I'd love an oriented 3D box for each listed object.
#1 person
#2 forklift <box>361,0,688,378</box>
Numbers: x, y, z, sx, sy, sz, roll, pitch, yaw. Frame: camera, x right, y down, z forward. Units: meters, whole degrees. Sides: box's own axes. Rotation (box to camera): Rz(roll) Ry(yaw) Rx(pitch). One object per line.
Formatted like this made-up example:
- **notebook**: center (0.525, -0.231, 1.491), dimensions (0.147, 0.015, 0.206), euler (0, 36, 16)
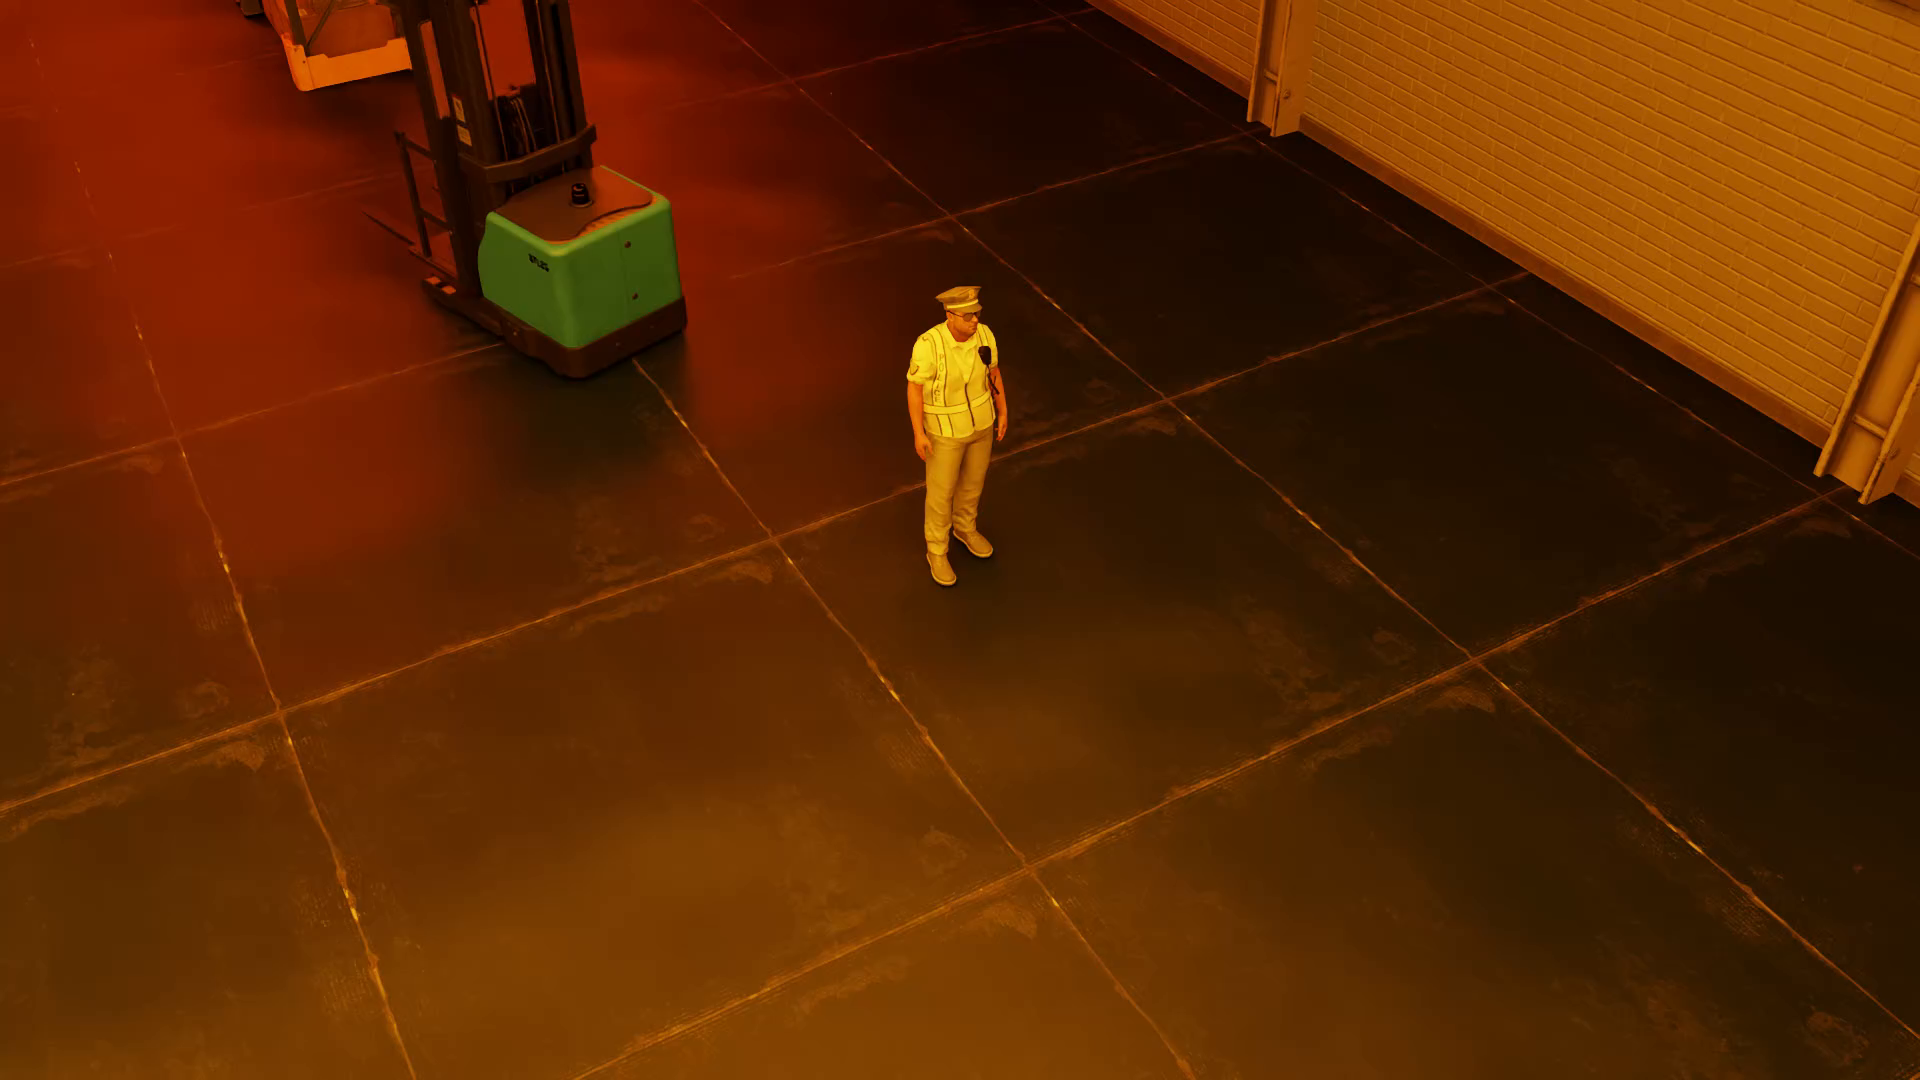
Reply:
- **person**: center (0.028, -0.644, 9.703), dimensions (0.640, 1.778, 0.575), euler (-20, 44, -23)
- **forklift**: center (-3.406, -3.074, 11.742), dimensions (3.031, 2.935, 1.130), euler (31, 49, 32)
